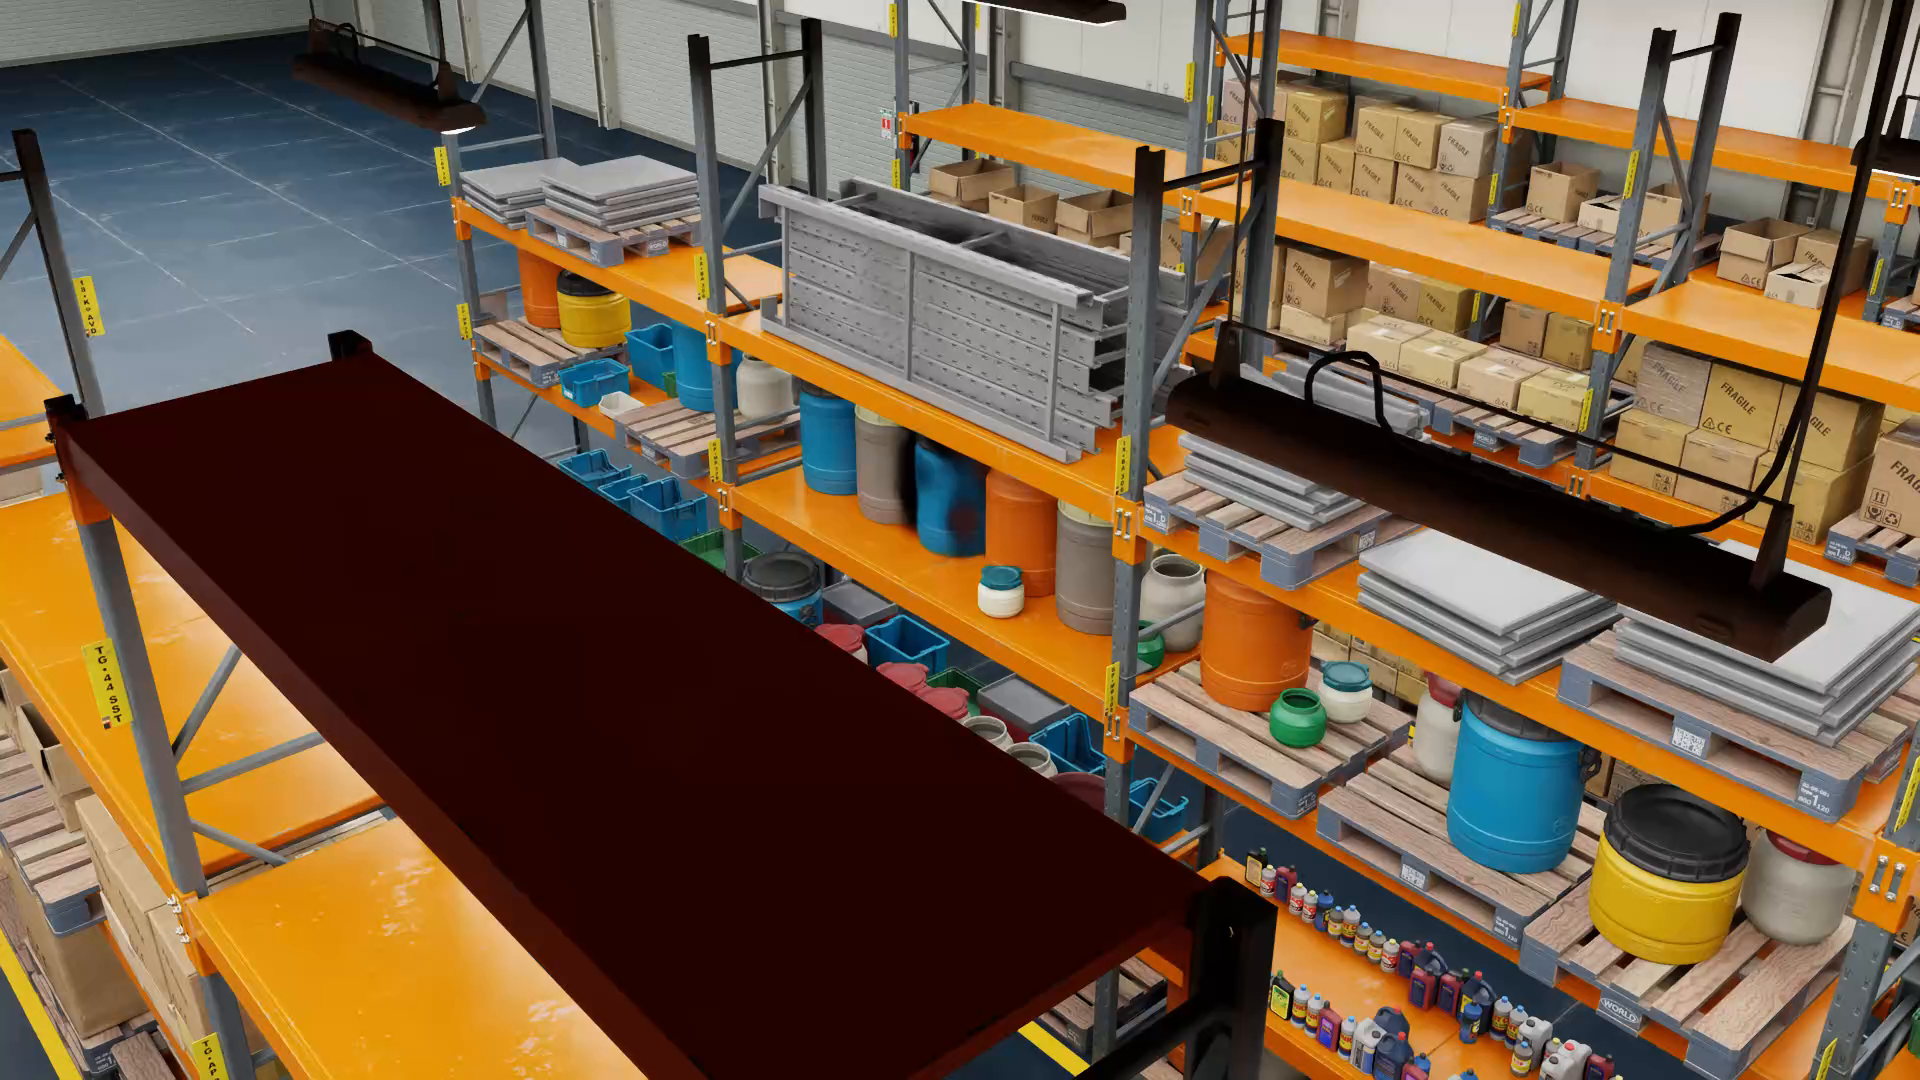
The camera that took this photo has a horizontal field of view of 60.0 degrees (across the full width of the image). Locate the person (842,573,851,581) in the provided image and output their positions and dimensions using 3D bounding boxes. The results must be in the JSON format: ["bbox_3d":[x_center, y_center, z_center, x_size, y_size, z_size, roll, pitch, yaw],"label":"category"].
[{"bbox_3d":[-1.137,-0.243,16.227,0.804,1.702,0.711,-3,27,-7],"label":"person"}]

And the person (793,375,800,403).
[{"bbox_3d":[-1.759,-2.472,20.791,0.944,1.601,0.621,-7,28,-13],"label":"person"}]
